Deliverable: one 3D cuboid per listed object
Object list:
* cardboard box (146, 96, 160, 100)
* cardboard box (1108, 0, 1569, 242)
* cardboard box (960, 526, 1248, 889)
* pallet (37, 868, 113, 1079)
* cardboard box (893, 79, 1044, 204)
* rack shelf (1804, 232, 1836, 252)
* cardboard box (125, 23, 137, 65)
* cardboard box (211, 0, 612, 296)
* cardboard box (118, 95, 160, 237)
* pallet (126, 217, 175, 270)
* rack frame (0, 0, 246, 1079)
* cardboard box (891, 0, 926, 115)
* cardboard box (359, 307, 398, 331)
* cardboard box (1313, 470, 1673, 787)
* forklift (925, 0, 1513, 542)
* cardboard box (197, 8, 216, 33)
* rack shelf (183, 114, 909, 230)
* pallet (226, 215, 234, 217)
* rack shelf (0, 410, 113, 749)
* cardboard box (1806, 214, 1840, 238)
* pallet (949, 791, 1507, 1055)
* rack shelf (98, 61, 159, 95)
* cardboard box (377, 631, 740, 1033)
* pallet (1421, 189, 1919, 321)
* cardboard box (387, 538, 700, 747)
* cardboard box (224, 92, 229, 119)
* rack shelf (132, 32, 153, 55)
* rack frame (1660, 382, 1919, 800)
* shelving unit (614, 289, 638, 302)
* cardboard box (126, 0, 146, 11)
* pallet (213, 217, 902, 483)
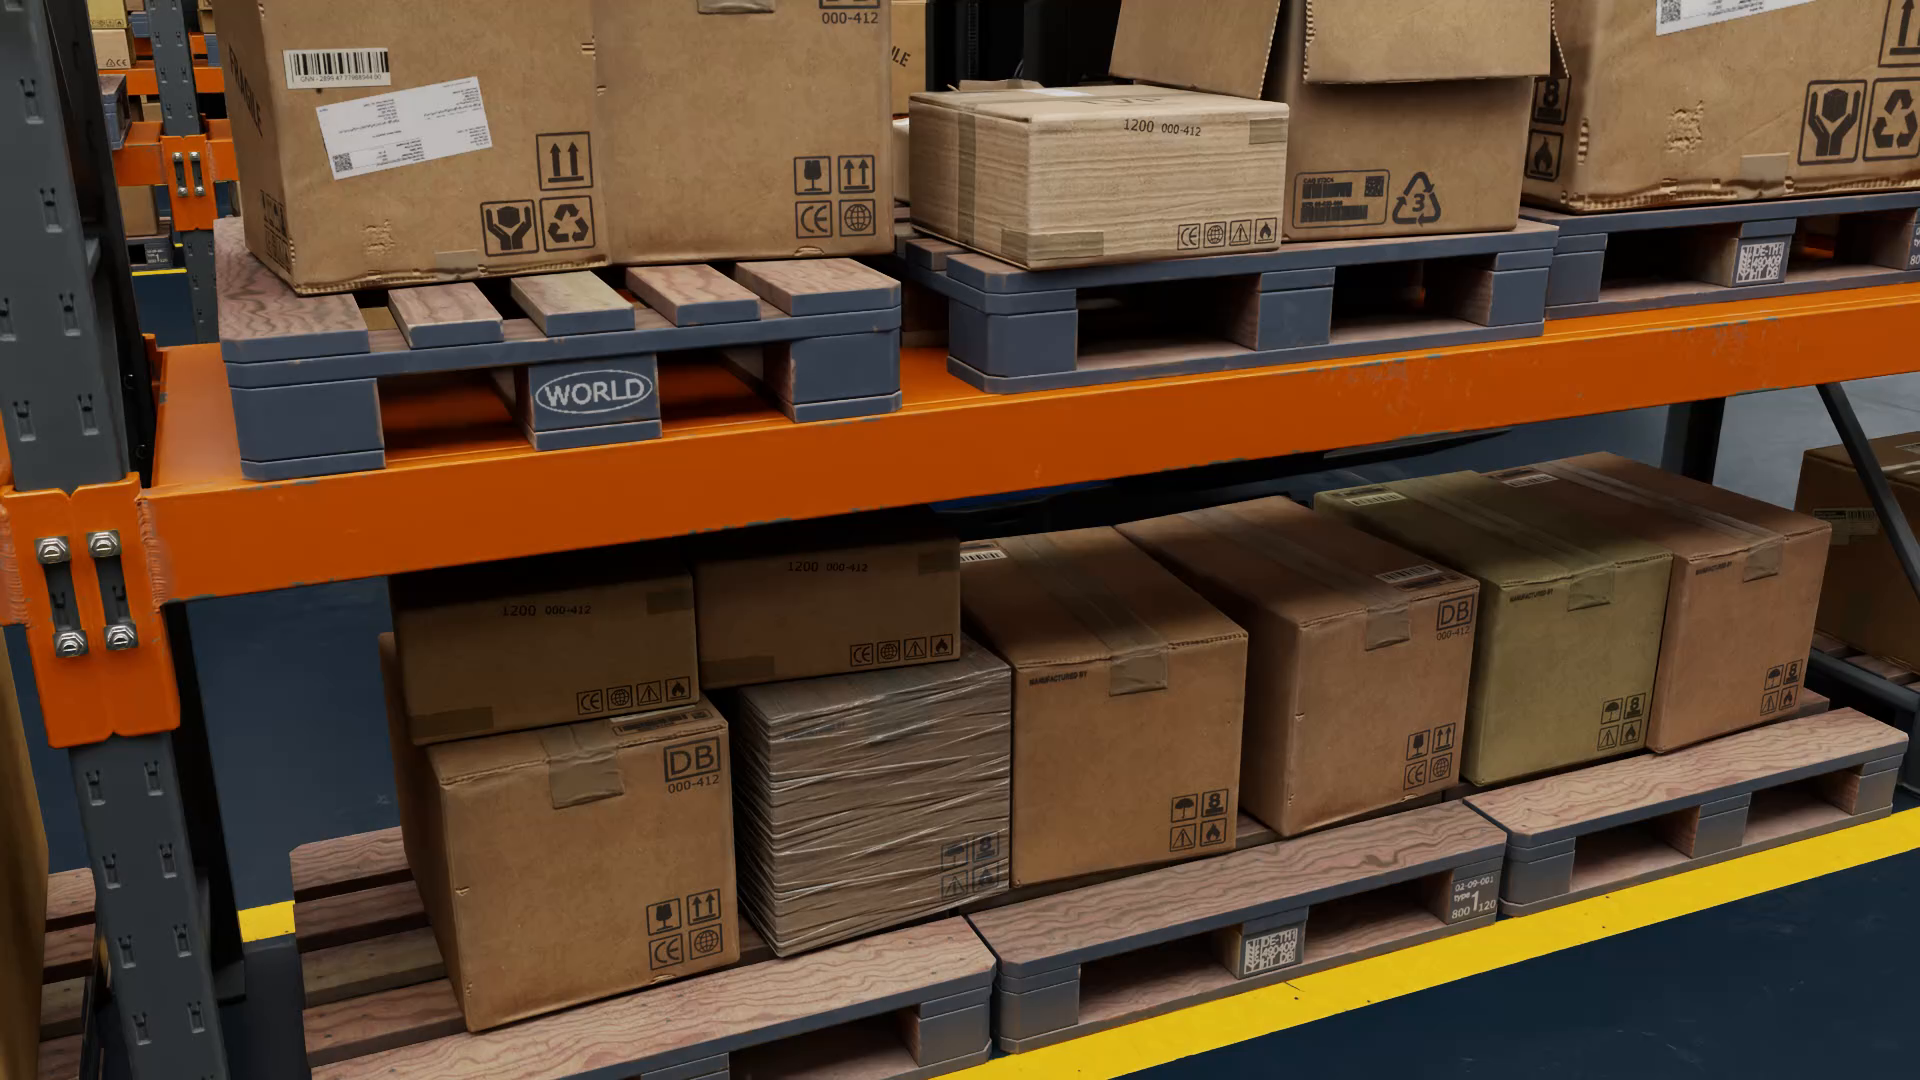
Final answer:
[{"bbox_3d":[-7.788,-3.973,15.920,0.500,0.500,0.500,-7,21,-20],"label":"cardboard box"},{"bbox_3d":[0.722,-0.905,3.289,0.637,0.503,0.797,-6,20,-16],"label":"cardboard box"},{"bbox_3d":[0.234,0.335,3.655,0.500,0.500,0.700,-6,20,-17],"label":"cardboard box"},{"bbox_3d":[-2.149,1.007,2.843,1.213,0.211,1.003,-8,21,-22],"label":"pallet"},{"bbox_3d":[0.029,-0.825,3.419,0.258,0.266,0.396,-9,21,-23],"label":"cardboard box"},{"bbox_3d":[4.114,-0.839,4.970,4.000,0.370,1.077,-8,21,-22],"label":"rack shelf"},{"bbox_3d":[-5.870,-3.352,11.252,0.500,0.250,0.500,-9,21,-23],"label":"cardboard box"},{"bbox_3d":[-0.915,-0.717,2.759,0.500,0.500,0.500,-11,22,-29],"label":"cardboard box"},{"bbox_3d":[-5.988,-2.541,11.289,0.875,0.875,0.875,-8,21,-22],"label":"cardboard box"},{"bbox_3d":[-6.075,-2.015,11.426,1.213,0.211,1.003,-8,21,-22],"label":"pallet"},{"bbox_3d":[-1.395,-0.389,2.609,0.127,3.000,1.000,-8,21,-22],"label":"rack frame"},{"bbox_3d":[-0.432,-2.271,7.805,0.500,0.500,0.500,-8,21,-23],"label":"cardboard box"},{"bbox_3d":[-2.673,-1.104,7.396,0.750,0.750,1.050,-8,21,-23],"label":"cardboard box"},{"bbox_3d":[1.260,0.188,4.073,0.500,0.500,0.700,-8,21,-22],"label":"cardboard box"},{"bbox_3d":[0.690,-1.493,5.850,3.031,2.935,1.130,-9,21,-24],"label":"forklift"},{"bbox_3d":[-4.949,-3.476,11.125,0.250,0.149,0.380,-9,22,-25],"label":"cardboard box"},{"bbox_3d":[-1.431,-1.838,7.809,4.000,0.370,1.077,-8,21,-22],"label":"rack shelf"},{"bbox_3d":[-4.603,-2.198,11.946,1.213,0.211,1.003,-8,21,-22],"label":"pallet"},{"bbox_3d":[-3.232,0.214,1.981,4.000,0.370,1.077,-8,21,-22],"label":"rack shelf"},{"bbox_3d":[2.358,-0.914,4.480,0.250,0.149,0.380,-8,21,-22],"label":"cardboard box"},{"bbox_3d":[0.441,0.665,3.815,1.213,0.211,1.003,-8,21,-22],"label":"pallet"},{"bbox_3d":[-7.157,-2.808,10.564,4.000,0.370,1.077,-8,21,-22],"label":"rack shelf"},{"bbox_3d":[-0.788,0.489,3.219,0.500,0.500,0.700,-9,21,-25],"label":"cardboard box"},{"bbox_3d":[1.518,-0.768,3.976,1.213,0.211,1.003,-8,21,-22],"label":"pallet"},{"bbox_3d":[-0.792,0.132,3.103,0.500,0.250,0.500,-7,21,-20],"label":"cardboard box"},{"bbox_3d":[-6.712,-4.080,16.036,0.625,0.625,0.875,-7,21,-20],"label":"cardboard box"},{"bbox_3d":[-9.127,-4.321,14.862,4.000,0.370,1.077,-8,21,-22],"label":"rack shelf"},{"bbox_3d":[2.277,-0.915,4.104,0.127,3.000,1.000,-8,21,-22],"label":"rack frame"},{"bbox_3d":[-0.908,-0.421,5.411,0.503,1.200,0.258,-9,21,-24],"label":"shelving unit"},{"bbox_3d":[-7.825,-5.149,15.346,0.500,0.500,0.500,-7,21,-19],"label":"cardboard box"},{"bbox_3d":[-0.783,-0.424,3.000,1.003,0.211,1.213,-8,21,-22],"label":"pallet"}]
